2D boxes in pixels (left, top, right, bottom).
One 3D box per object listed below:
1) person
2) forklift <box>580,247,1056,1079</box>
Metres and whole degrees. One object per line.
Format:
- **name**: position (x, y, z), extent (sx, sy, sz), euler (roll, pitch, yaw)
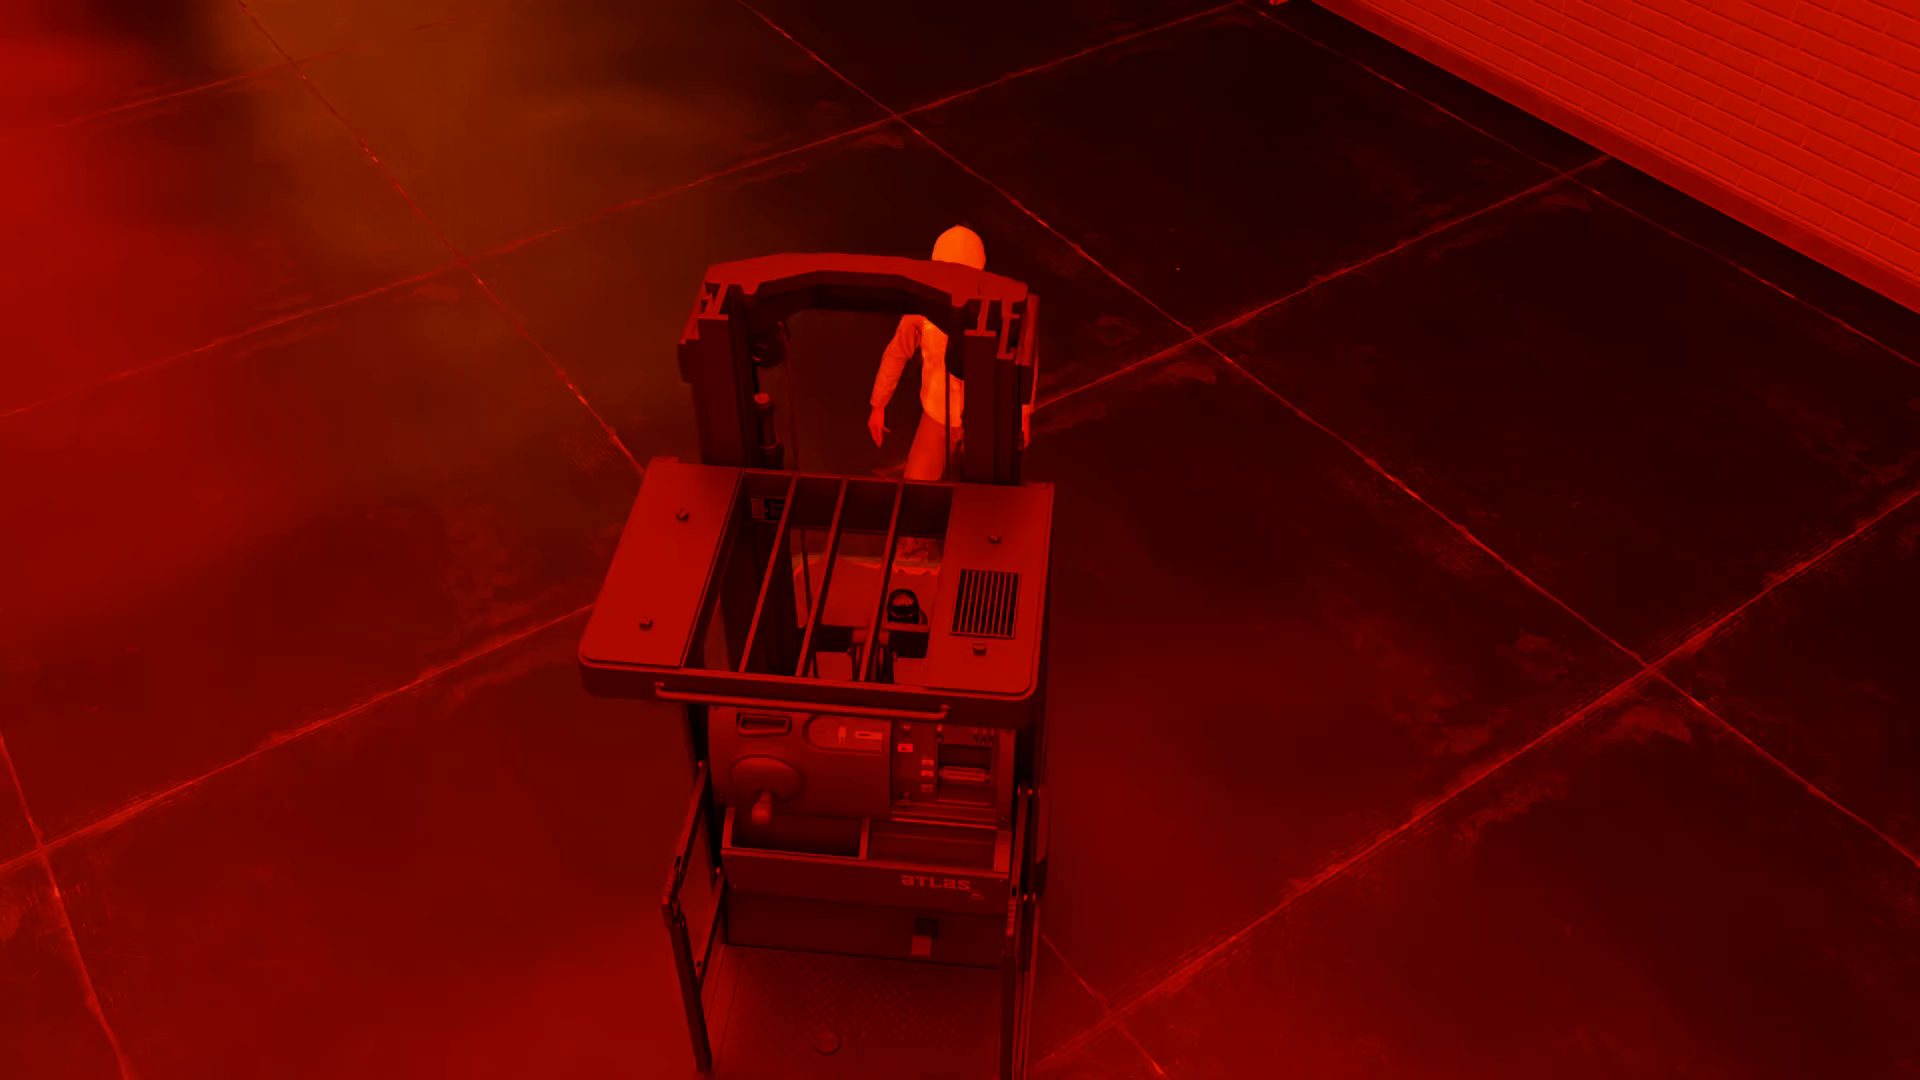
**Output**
- **person**: position (-0.051, -0.498, 7.176), extent (0.759, 1.689, 0.623), euler (9, 43, 10)
- **forklift**: position (-0.317, 0.757, 4.894), extent (1.130, 2.935, 3.031), euler (4, 43, 4)
